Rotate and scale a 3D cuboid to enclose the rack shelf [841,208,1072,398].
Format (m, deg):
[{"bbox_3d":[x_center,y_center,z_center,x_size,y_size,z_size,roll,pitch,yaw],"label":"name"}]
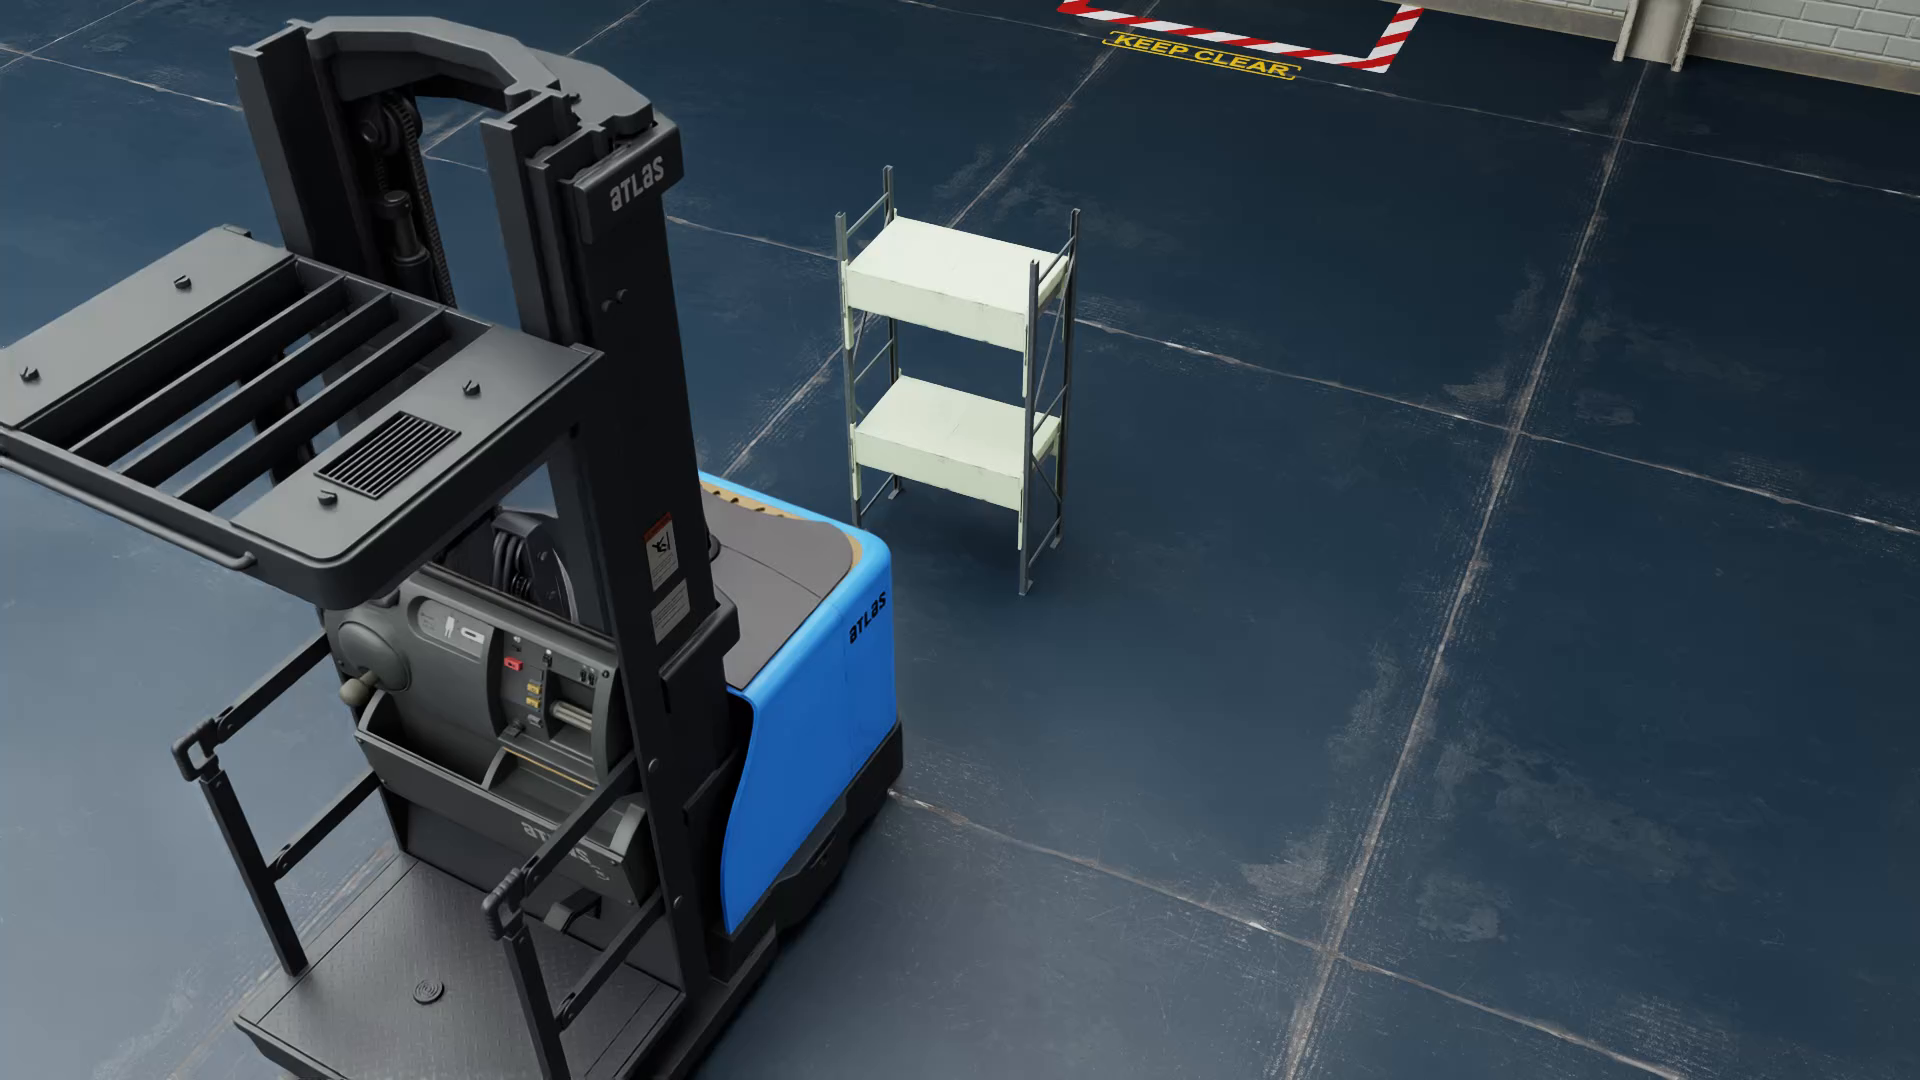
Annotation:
[{"bbox_3d":[-0.006,-0.863,6.005,0.720,0.370,0.431,17,44,19],"label":"rack shelf"}]

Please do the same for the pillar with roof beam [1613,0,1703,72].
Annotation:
[{"bbox_3d":[2.397,-3.805,4.269,0.400,9.000,9.100,17,44,19],"label":"pillar with roof beam"}]

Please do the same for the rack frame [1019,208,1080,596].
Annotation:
[{"bbox_3d":[0.326,-0.467,6.144,0.023,1.500,0.400,17,44,19],"label":"rack frame"}]

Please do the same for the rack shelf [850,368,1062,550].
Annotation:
[{"bbox_3d":[-0.006,-0.322,6.474,0.720,0.370,0.431,17,44,19],"label":"rack shelf"}]

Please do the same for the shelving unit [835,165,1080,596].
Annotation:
[{"bbox_3d":[-0.006,-0.569,6.261,0.755,1.500,0.431,17,44,19],"label":"shelving unit"}]

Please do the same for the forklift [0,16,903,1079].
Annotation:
[{"bbox_3d":[-1.346,0.398,4.053,1.130,2.935,3.031,20,45,21],"label":"forklift"}]

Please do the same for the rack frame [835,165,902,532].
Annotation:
[{"bbox_3d":[-0.338,-0.670,6.378,0.023,1.500,0.400,17,44,19],"label":"rack frame"}]
